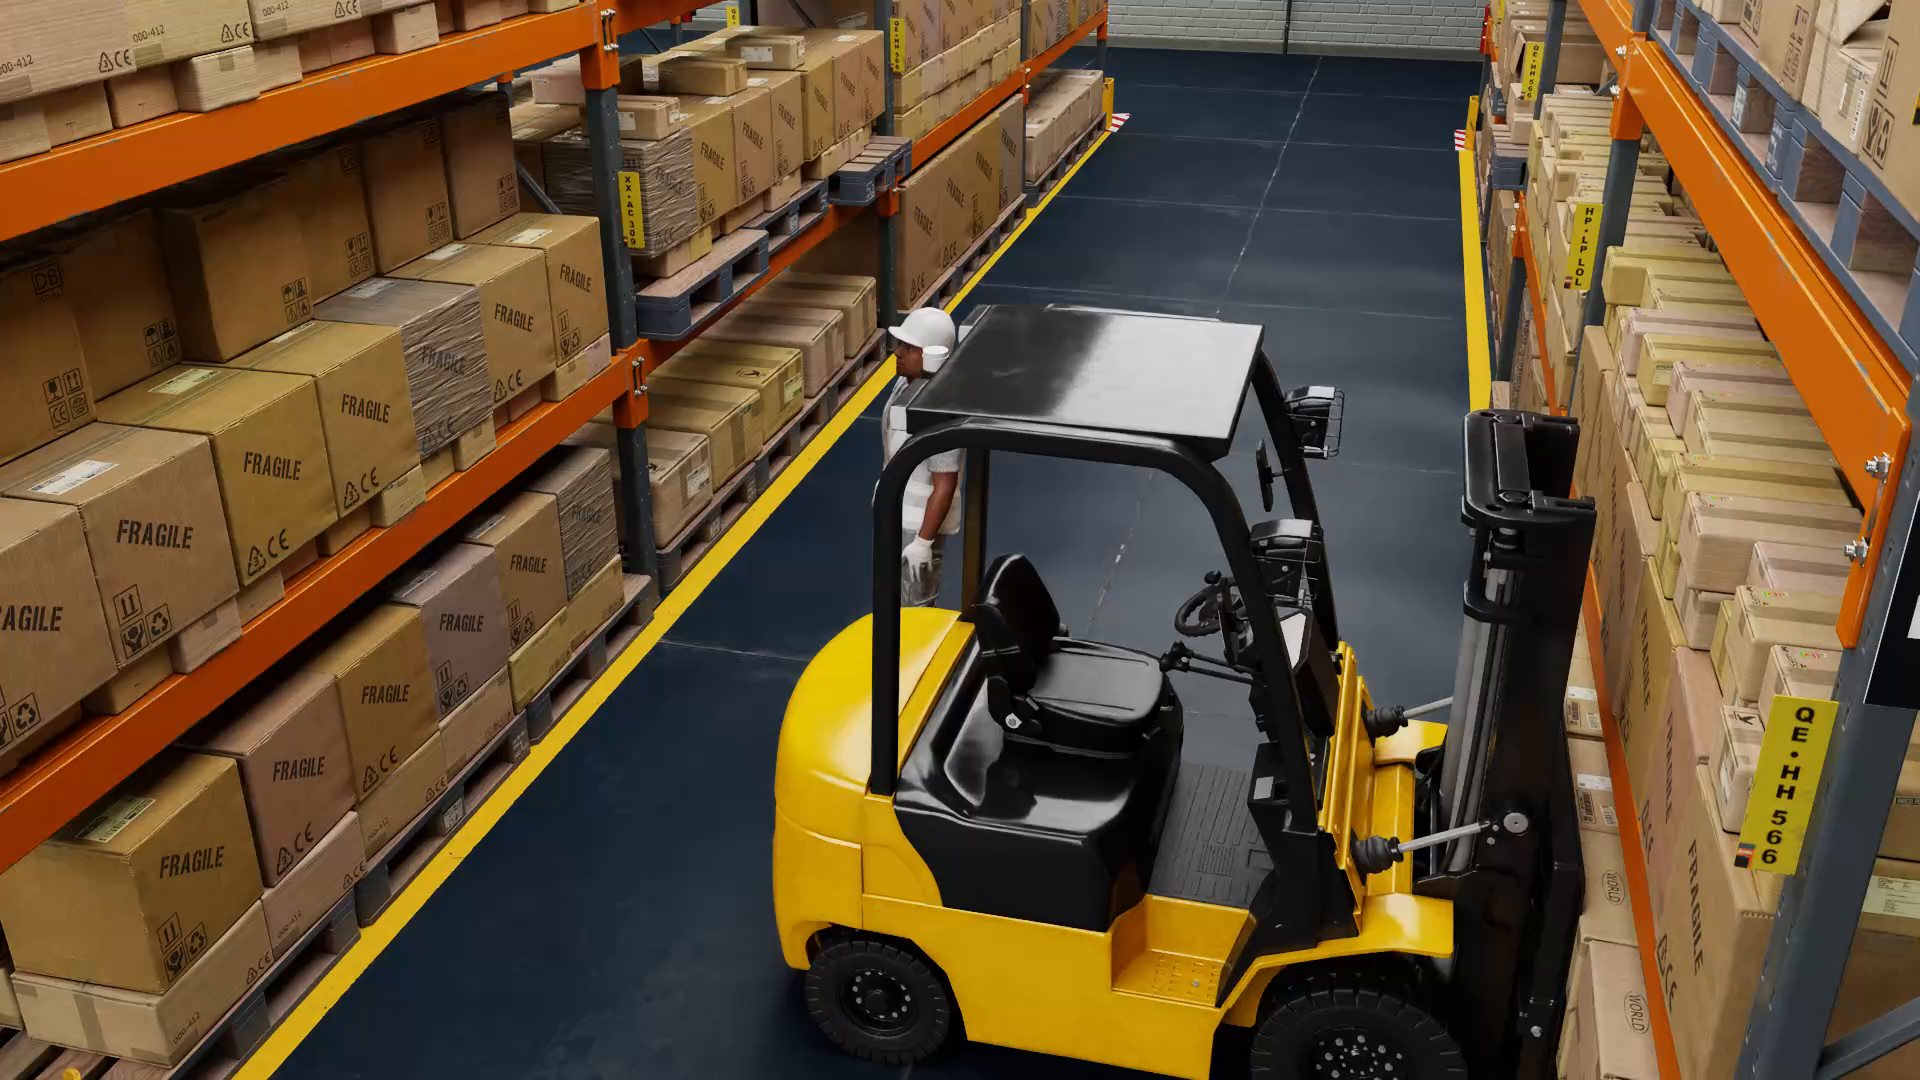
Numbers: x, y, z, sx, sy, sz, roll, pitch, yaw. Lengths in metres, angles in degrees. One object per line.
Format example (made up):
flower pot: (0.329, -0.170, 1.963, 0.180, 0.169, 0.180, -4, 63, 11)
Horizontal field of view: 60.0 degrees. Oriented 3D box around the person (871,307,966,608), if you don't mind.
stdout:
person: (-0.263, -0.082, 6.744, 0.574, 1.781, 0.656, -6, 26, -13)
